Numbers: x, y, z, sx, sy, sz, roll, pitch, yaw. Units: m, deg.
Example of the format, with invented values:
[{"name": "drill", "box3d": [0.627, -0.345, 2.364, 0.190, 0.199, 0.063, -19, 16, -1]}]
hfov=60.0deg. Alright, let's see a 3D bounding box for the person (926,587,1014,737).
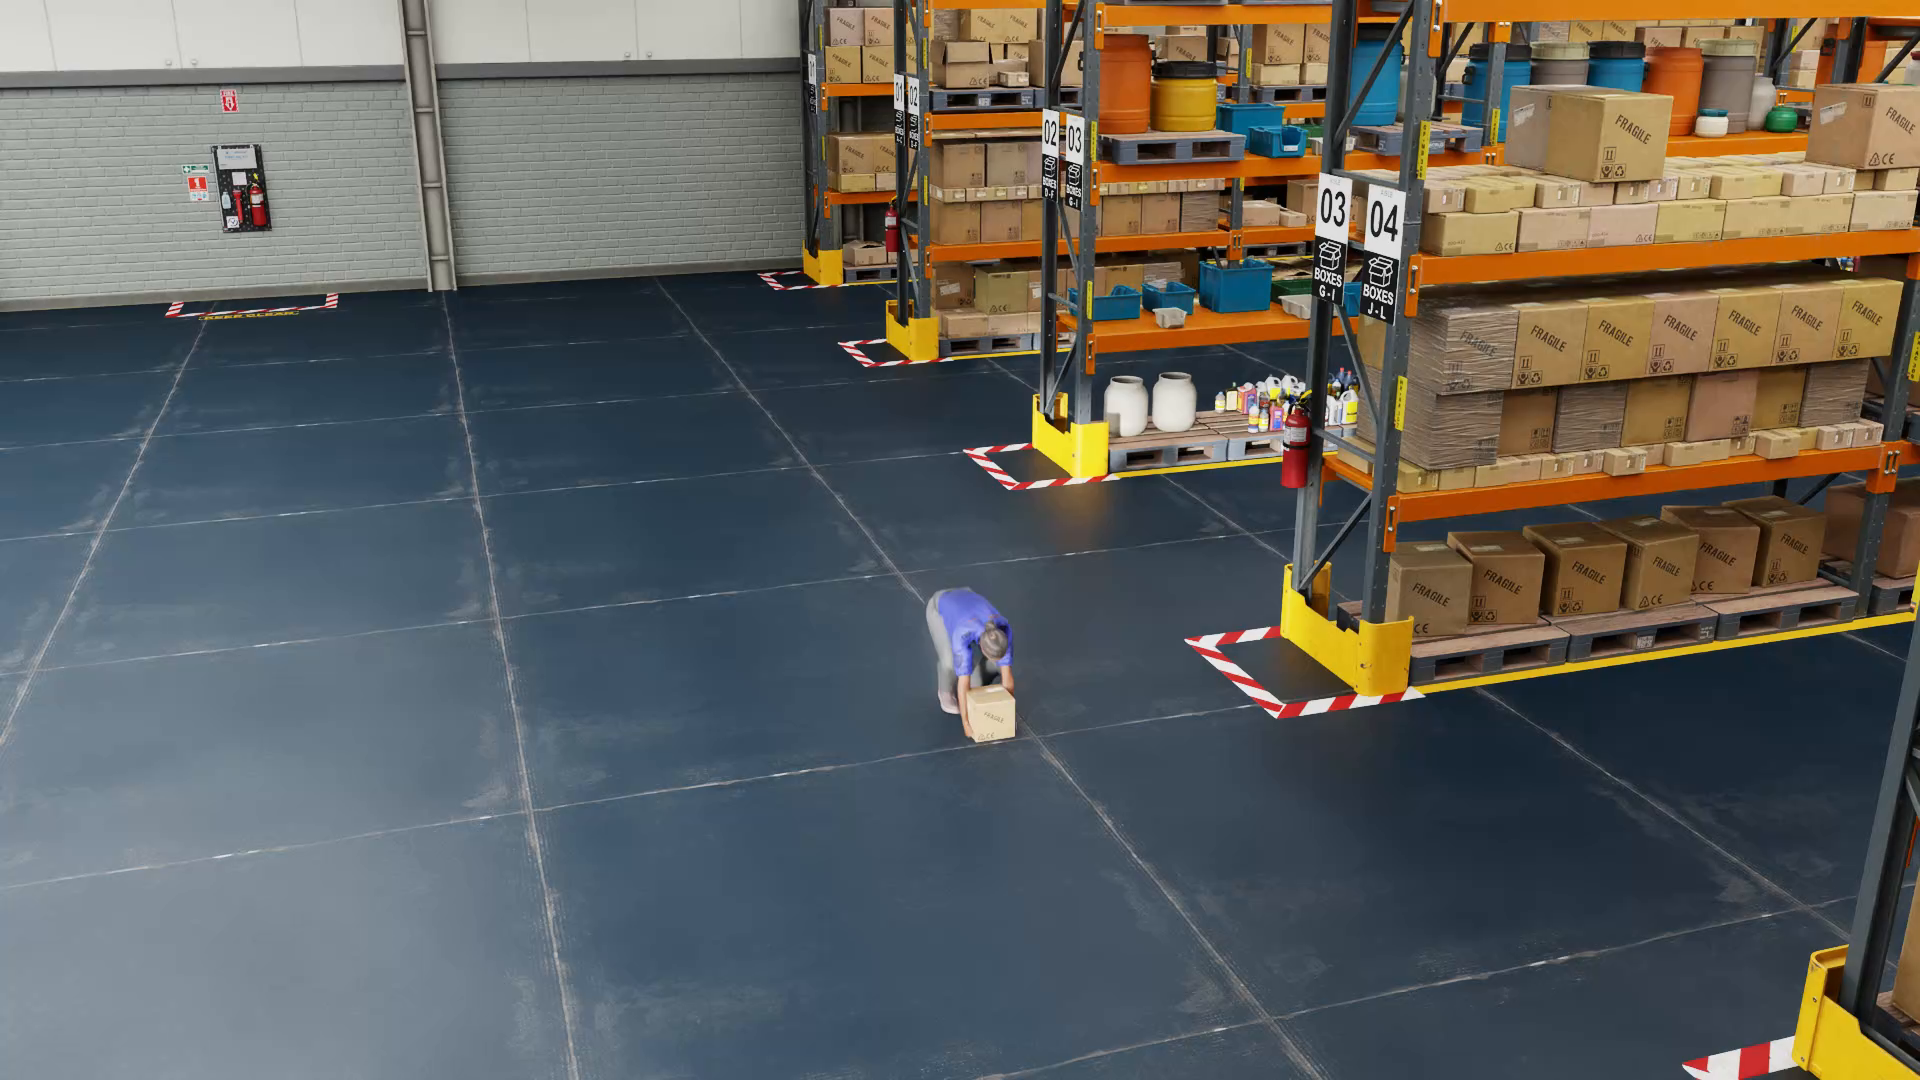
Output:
[{"name": "person", "box3d": [0.085, 0.730, 10.397, 0.462, 0.775, 0.871, -7, 21, -19]}]
